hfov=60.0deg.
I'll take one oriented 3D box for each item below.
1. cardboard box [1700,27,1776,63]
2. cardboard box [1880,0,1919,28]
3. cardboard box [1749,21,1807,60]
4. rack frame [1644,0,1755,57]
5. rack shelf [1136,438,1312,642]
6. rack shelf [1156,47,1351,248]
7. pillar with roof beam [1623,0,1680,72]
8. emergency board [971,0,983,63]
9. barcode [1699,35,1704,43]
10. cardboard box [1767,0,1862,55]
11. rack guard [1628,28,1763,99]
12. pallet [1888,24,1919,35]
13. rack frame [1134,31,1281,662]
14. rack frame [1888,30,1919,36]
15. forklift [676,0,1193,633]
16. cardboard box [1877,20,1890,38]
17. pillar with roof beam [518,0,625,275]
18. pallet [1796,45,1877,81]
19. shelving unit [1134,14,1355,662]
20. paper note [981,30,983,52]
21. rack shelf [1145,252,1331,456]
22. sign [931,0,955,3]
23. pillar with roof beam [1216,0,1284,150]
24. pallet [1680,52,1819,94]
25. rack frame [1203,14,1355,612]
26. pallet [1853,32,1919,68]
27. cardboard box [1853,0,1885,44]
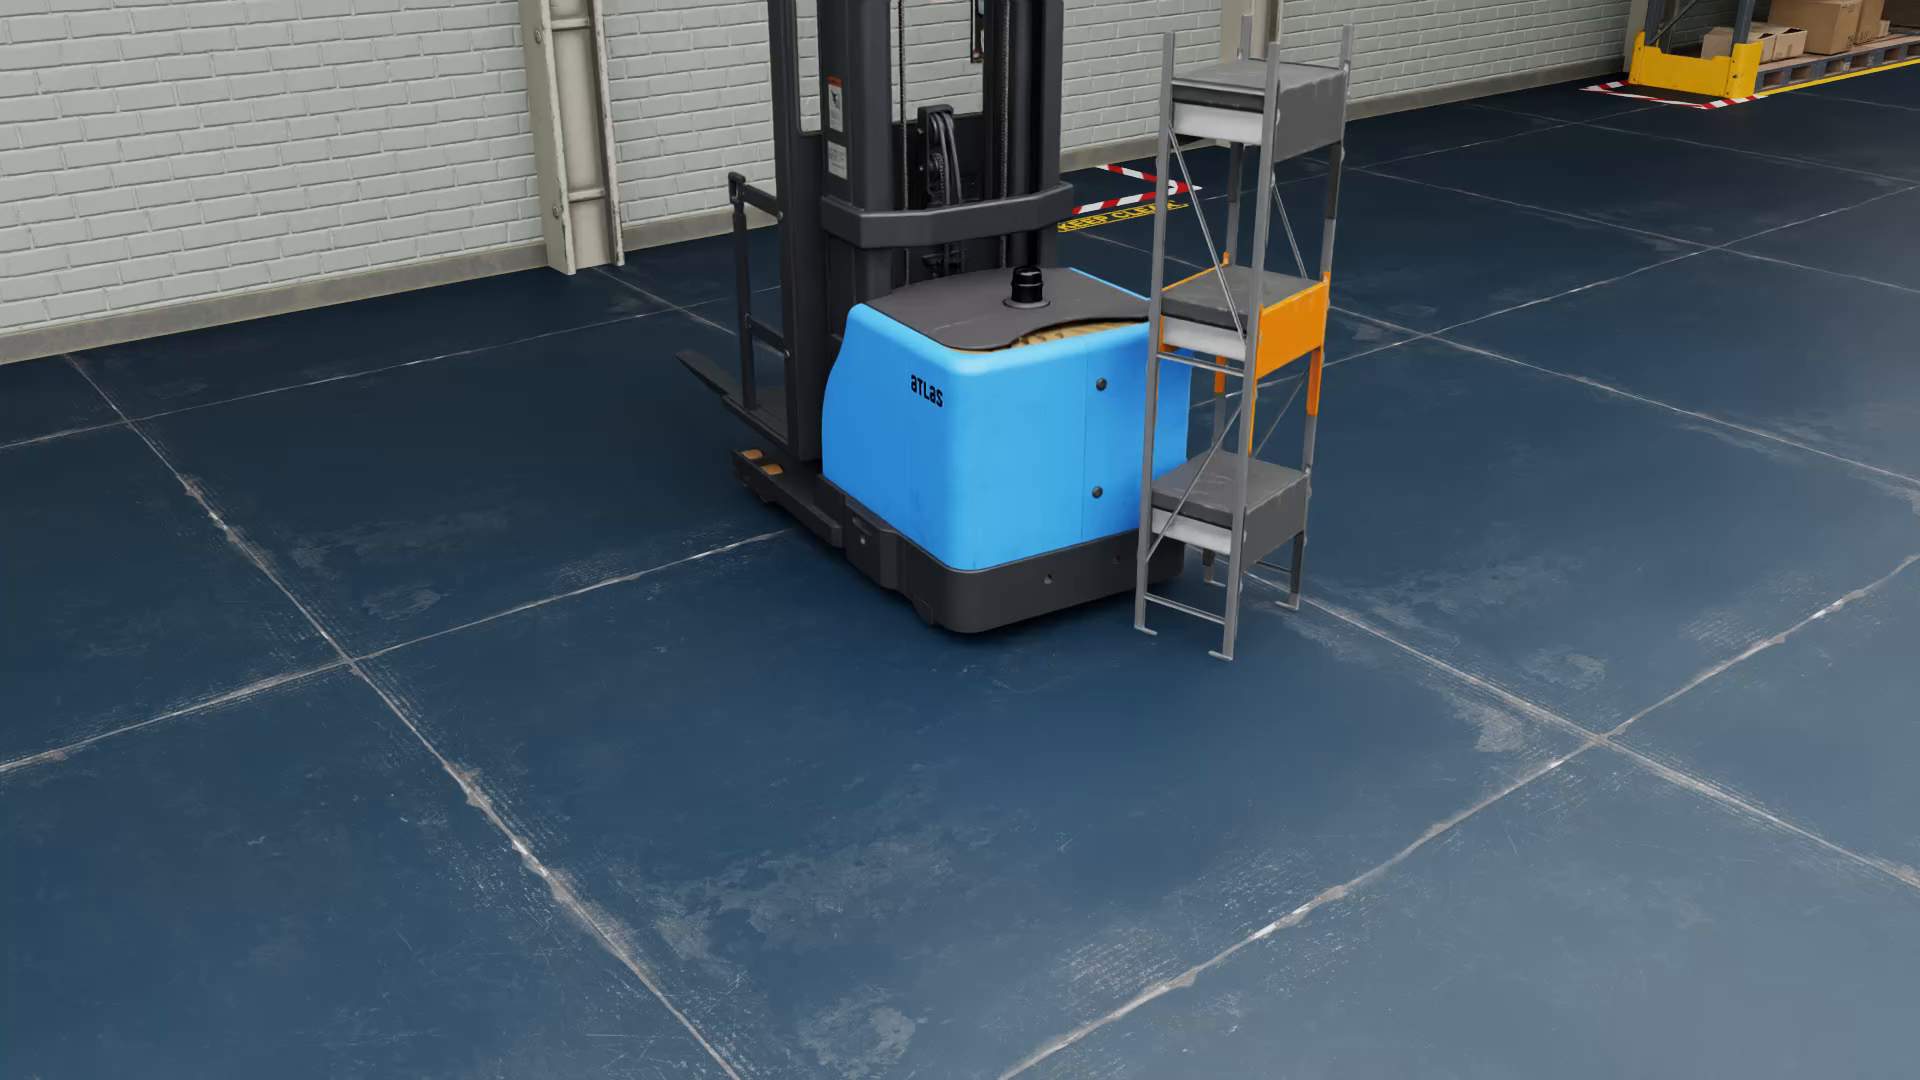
[{"bbox_3d":[7.664,-4.879,16.372,0.500,0.311,0.500,-23,33,-40],"label":"cardboard box"},{"bbox_3d":[10.780,-6.051,18.672,0.500,0.500,0.700,-17,30,-32],"label":"cardboard box"},{"bbox_3d":[8.112,-5.028,16.691,0.500,0.311,0.500,-15,29,-30],"label":"cardboard box"},{"bbox_3d":[7.064,-5.750,15.576,0.127,3.000,1.000,-18,31,-34],"label":"rack frame"},{"bbox_3d":[0.946,-0.012,5.976,0.431,0.518,0.480,18,31,34],"label":"rack shelf"},{"bbox_3d":[0.946,-1.282,5.387,0.431,0.518,0.480,18,31,34],"label":"rack shelf"},{"bbox_3d":[9.737,-7.513,12.249,0.400,9.000,9.100,-18,31,-34],"label":"pillar with roof beam"},{"bbox_3d":[0.391,-4.030,11.870,0.643,1.169,0.194,-18,31,-34],"label":"emergency board"},{"bbox_3d":[7.431,-5.021,16.666,0.075,0.075,0.001,-18,31,-34],"label":"barcode"},{"bbox_3d":[8.720,-5.287,17.026,0.500,0.500,0.700,-21,32,-37],"label":"cardboard box"},{"bbox_3d":[7.123,-4.636,16.144,0.348,0.500,1.175,-18,31,-34],"label":"rack guard"},{"bbox_3d":[10.823,-5.727,18.838,1.213,0.211,1.003,-18,31,-34],"label":"pallet"},{"bbox_3d":[0.795,-0.578,5.502,0.400,2.100,0.015,18,31,34],"label":"rack frame"},{"bbox_3d":[10.211,-6.789,17.814,0.127,3.000,1.000,-18,31,-34],"label":"rack frame"},{"bbox_3d":[-0.336,-1.578,6.668,1.130,2.935,3.031,-14,28,-28],"label":"forklift"},{"bbox_3d":[9.809,-5.554,17.997,0.380,0.166,0.250,22,33,39],"label":"cardboard box"},{"bbox_3d":[0.294,-4.396,5.532,0.400,9.000,9.100,-18,31,-34],"label":"pillar with roof beam"},{"bbox_3d":[8.744,-5.019,17.314,1.213,0.211,1.003,-18,31,-34],"label":"pallet"},{"bbox_3d":[0.946,-0.659,5.676,0.431,2.100,0.503,18,31,34],"label":"shelving unit"},{"bbox_3d":[0.209,-3.607,12.006,0.142,0.148,0.016,-18,31,-34],"label":"paper note"},{"bbox_3d":[0.946,-0.647,5.681,0.431,0.518,0.480,18,31,34],"label":"rack shelf"},{"bbox_3d":[-0.108,-3.937,11.627,0.234,0.329,0.001,-18,31,-34],"label":"sign"},{"bbox_3d":[5.016,-5.954,8.891,0.400,9.000,9.100,-18,31,-34],"label":"pillar with roof beam"},{"bbox_3d":[7.784,-4.704,16.635,1.213,0.211,1.003,-18,31,-34],"label":"pallet"},{"bbox_3d":[1.097,-0.740,5.850,0.400,2.100,0.015,18,31,34],"label":"rack frame"},{"bbox_3d":[9.705,-5.338,18.000,1.213,0.211,1.003,-18,31,-34],"label":"pallet"},{"bbox_3d":[9.419,-5.572,17.639,0.500,0.500,0.500,-21,32,-38],"label":"cardboard box"}]
